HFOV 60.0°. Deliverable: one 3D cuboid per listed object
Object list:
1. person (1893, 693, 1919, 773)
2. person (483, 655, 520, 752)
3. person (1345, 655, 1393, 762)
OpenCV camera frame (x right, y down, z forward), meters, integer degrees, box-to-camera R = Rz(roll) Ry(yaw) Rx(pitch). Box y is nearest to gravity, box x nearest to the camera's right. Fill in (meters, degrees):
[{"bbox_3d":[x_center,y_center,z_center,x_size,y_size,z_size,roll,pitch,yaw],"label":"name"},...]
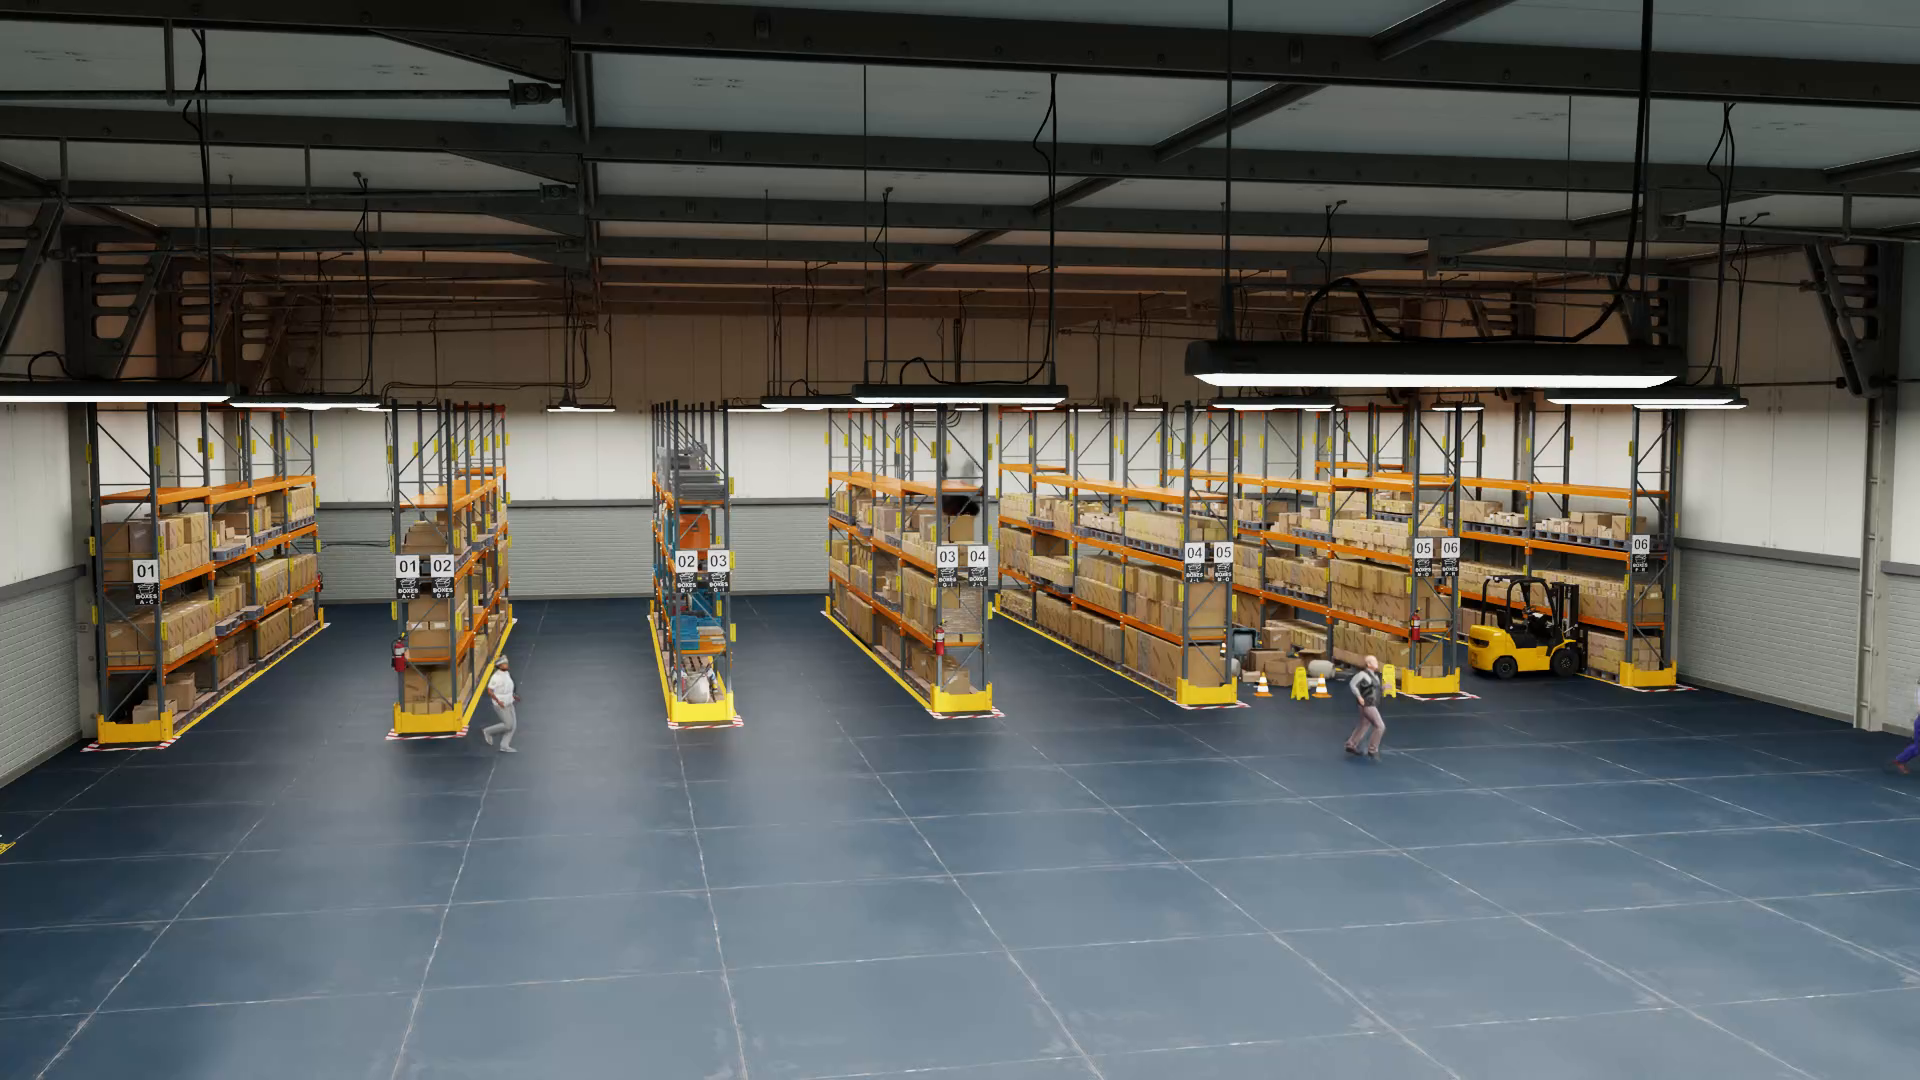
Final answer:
[{"bbox_3d":[15.166,2.917,26.060,0.598,1.658,0.935,-3,5,-36],"label":"person"},{"bbox_3d":[-7.793,2.776,28.253,0.570,1.661,0.584,1,4,12],"label":"person"},{"bbox_3d":[6.791,2.801,27.618,0.767,1.790,0.626,2,5,28],"label":"person"}]
